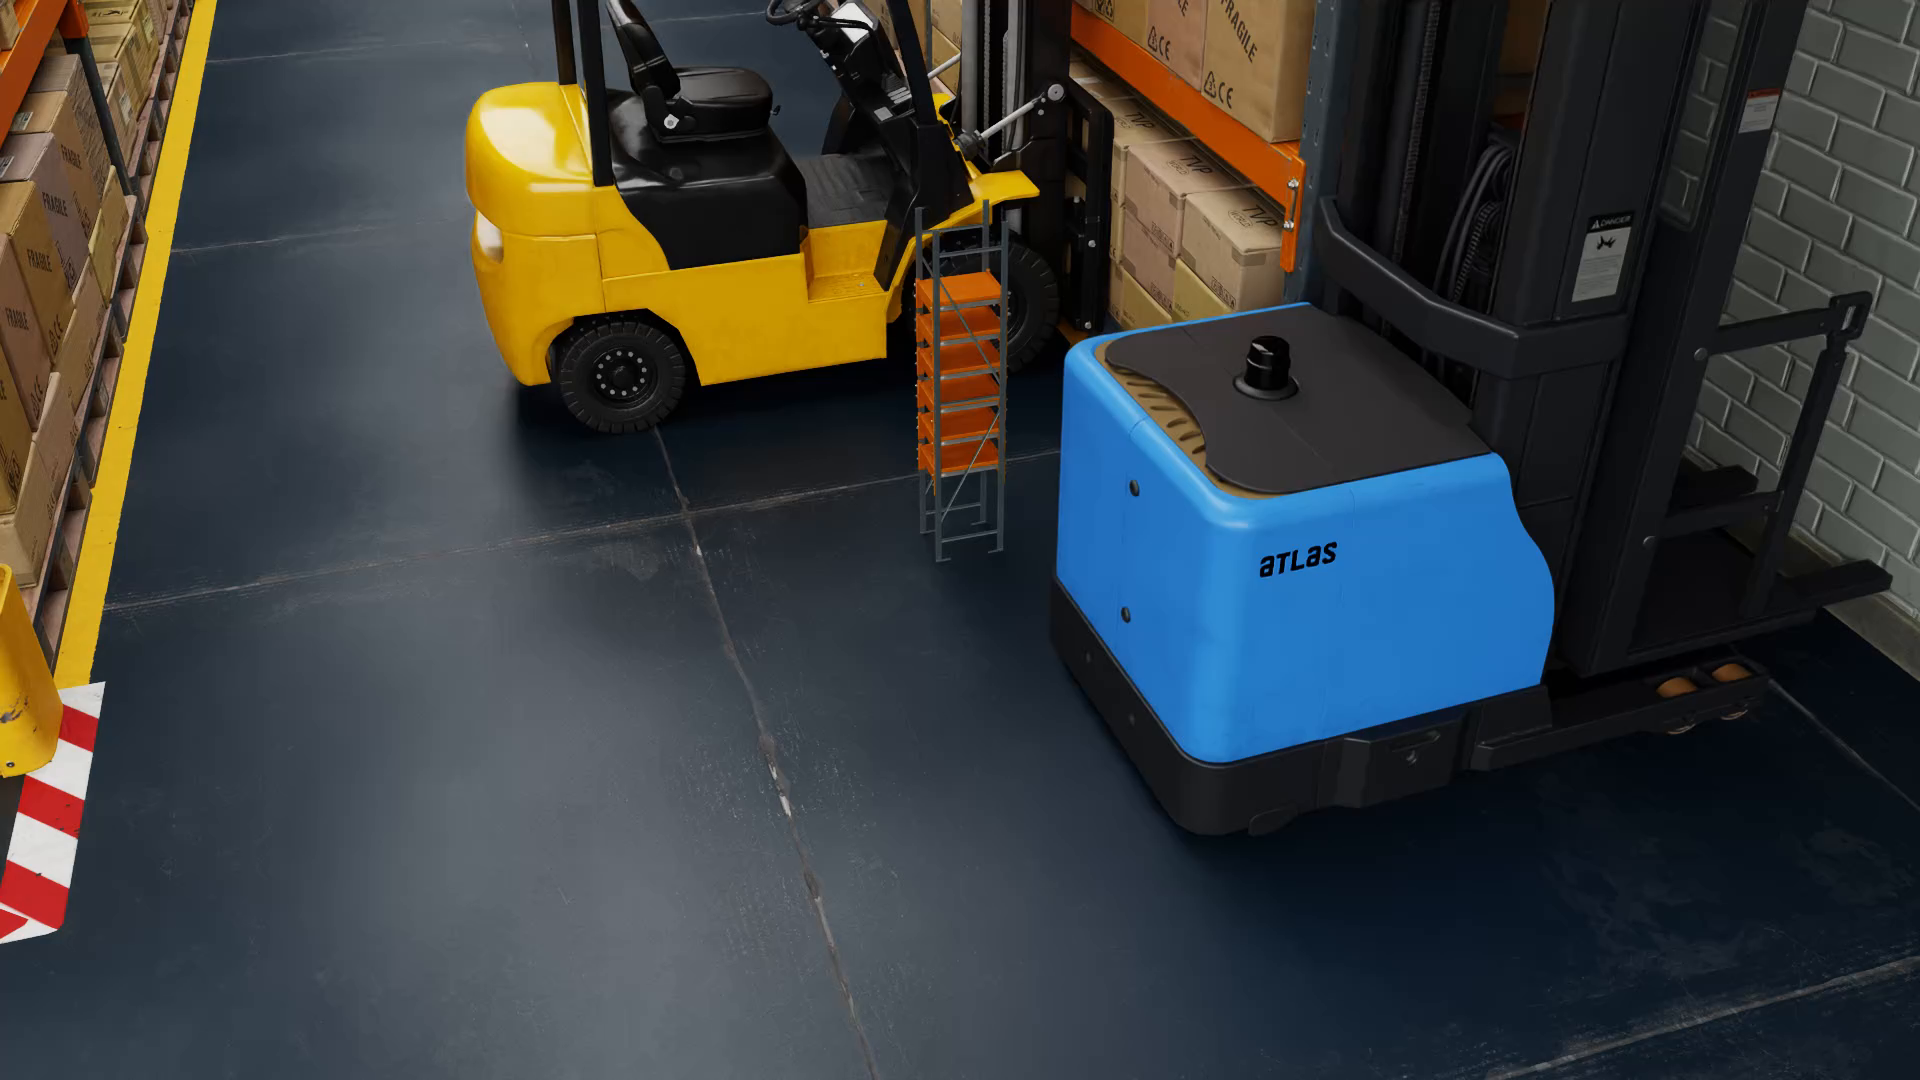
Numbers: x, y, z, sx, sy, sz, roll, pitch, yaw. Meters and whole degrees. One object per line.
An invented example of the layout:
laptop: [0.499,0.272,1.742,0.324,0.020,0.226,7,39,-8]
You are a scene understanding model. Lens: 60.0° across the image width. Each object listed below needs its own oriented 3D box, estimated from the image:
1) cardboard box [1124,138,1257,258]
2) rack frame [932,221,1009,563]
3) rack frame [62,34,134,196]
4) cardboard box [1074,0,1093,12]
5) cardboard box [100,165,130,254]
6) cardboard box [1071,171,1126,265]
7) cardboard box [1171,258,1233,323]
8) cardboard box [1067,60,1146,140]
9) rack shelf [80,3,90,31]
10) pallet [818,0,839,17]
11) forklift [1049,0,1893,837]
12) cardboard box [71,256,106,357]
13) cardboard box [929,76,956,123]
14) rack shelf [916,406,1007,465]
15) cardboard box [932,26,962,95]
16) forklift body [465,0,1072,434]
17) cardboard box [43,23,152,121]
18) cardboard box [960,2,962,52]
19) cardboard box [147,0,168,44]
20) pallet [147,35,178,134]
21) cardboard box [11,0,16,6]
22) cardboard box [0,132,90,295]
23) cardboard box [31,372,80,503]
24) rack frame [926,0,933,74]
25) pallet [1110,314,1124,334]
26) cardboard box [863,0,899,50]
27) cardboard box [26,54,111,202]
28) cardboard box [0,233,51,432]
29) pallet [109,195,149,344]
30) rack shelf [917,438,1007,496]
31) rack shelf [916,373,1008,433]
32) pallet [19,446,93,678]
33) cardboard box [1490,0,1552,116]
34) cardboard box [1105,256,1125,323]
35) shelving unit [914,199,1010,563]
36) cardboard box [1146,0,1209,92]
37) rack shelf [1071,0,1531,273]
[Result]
cardboard box: [0.940,-1.288,6.184,0.500,0.250,0.500,-9,35,-14]
rack frame: [0.032,-0.445,5.335,0.240,1.200,0.006,-10,35,-15]
rack frame: [-4.407,-2.649,7.039,1.000,3.000,0.127,-10,35,-15]
cardboard box: [0.669,-2.447,6.642,0.500,0.500,0.500,-10,35,-14]
cardboard box: [-3.970,-1.412,7.280,0.500,0.250,0.500,-8,34,-13]
cardboard box: [0.773,-1.358,6.744,0.500,0.250,0.500,-11,35,-16]
cardboard box: [1.093,-0.826,5.938,0.500,0.250,0.500,-10,35,-15]
cardboard box: [0.630,-1.818,6.987,0.500,0.250,0.500,-11,35,-16]
rack shelf: [-5.017,-3.399,8.826,1.077,0.370,4.000,-10,35,-15]
pallet: [-0.319,-3.345,10.620,1.003,0.211,1.213,-10,35,-15]
forklift: [1.850,-0.915,4.477,3.031,2.935,1.130,-11,35,-17]
cardboard box: [-3.648,-0.867,6.454,0.500,0.250,0.500,-9,35,-14]
cardboard box: [0.151,-2.205,8.479,0.500,0.250,0.500,-10,35,-14]
rack shelf: [0.004,-0.356,5.498,0.258,0.103,0.180,-10,35,-15]
cardboard box: [0.173,-2.417,8.346,0.500,0.250,0.500,-10,35,-15]
forklift body: [-0.776,-1.721,6.403,2.313,2.155,1.214,-10,35,-15]
cardboard box: [-4.792,-2.380,8.634,0.950,0.372,0.625,-8,34,-12]
cardboard box: [0.314,-2.354,7.798,0.500,0.250,0.500,-10,35,-15]
cardboard box: [-5.231,-3.144,9.790,0.950,0.372,0.625,-11,35,-16]
pallet: [-5.021,-2.536,9.397,1.003,0.211,1.213,-10,35,-15]
cardboard box: [-3.931,-2.147,6.507,0.380,0.149,0.250,-10,35,-14]
cardboard box: [-3.657,-1.190,6.264,0.500,0.500,0.500,-8,34,-12]
cardboard box: [-3.318,-0.317,5.622,0.500,0.250,0.500,-9,34,-13]
rack frame: [0.319,-3.486,8.305,1.000,3.000,0.127,-10,35,-15]
pallet: [1.266,-0.617,6.492,1.003,0.211,1.213,-10,35,-15]
cardboard box: [-0.080,-3.351,9.874,0.875,0.625,0.625,-10,35,-15]
cardboard box: [-3.971,-1.725,7.072,0.500,0.500,0.500,-10,35,-15]
cardboard box: [-3.341,-0.646,5.440,0.500,0.500,0.500,-11,35,-17]
pallet: [-4.168,-1.139,7.283,1.003,0.211,1.213,-10,35,-15]
rack shelf: [0.004,-0.256,5.565,0.258,0.103,0.180,-10,35,-15]
rack shelf: [0.004,-0.456,5.432,0.258,0.103,0.180,-10,35,-15]
pallet: [-3.424,0.142,5.344,1.003,0.211,1.213,-10,35,-15]
cardboard box: [1.653,-1.735,5.563,0.500,0.500,0.500,-9,34,-13]
cardboard box: [0.808,-1.135,6.859,0.500,0.250,0.500,-10,35,-14]
shelving unit: [0.004,-0.493,5.408,0.258,1.200,0.189,-10,35,-15]
cardboard box: [0.990,-1.916,5.838,0.500,0.500,0.500,-9,34,-13]
rack shelf: [0.929,-2.136,6.914,1.077,0.370,4.000,-10,35,-15]
